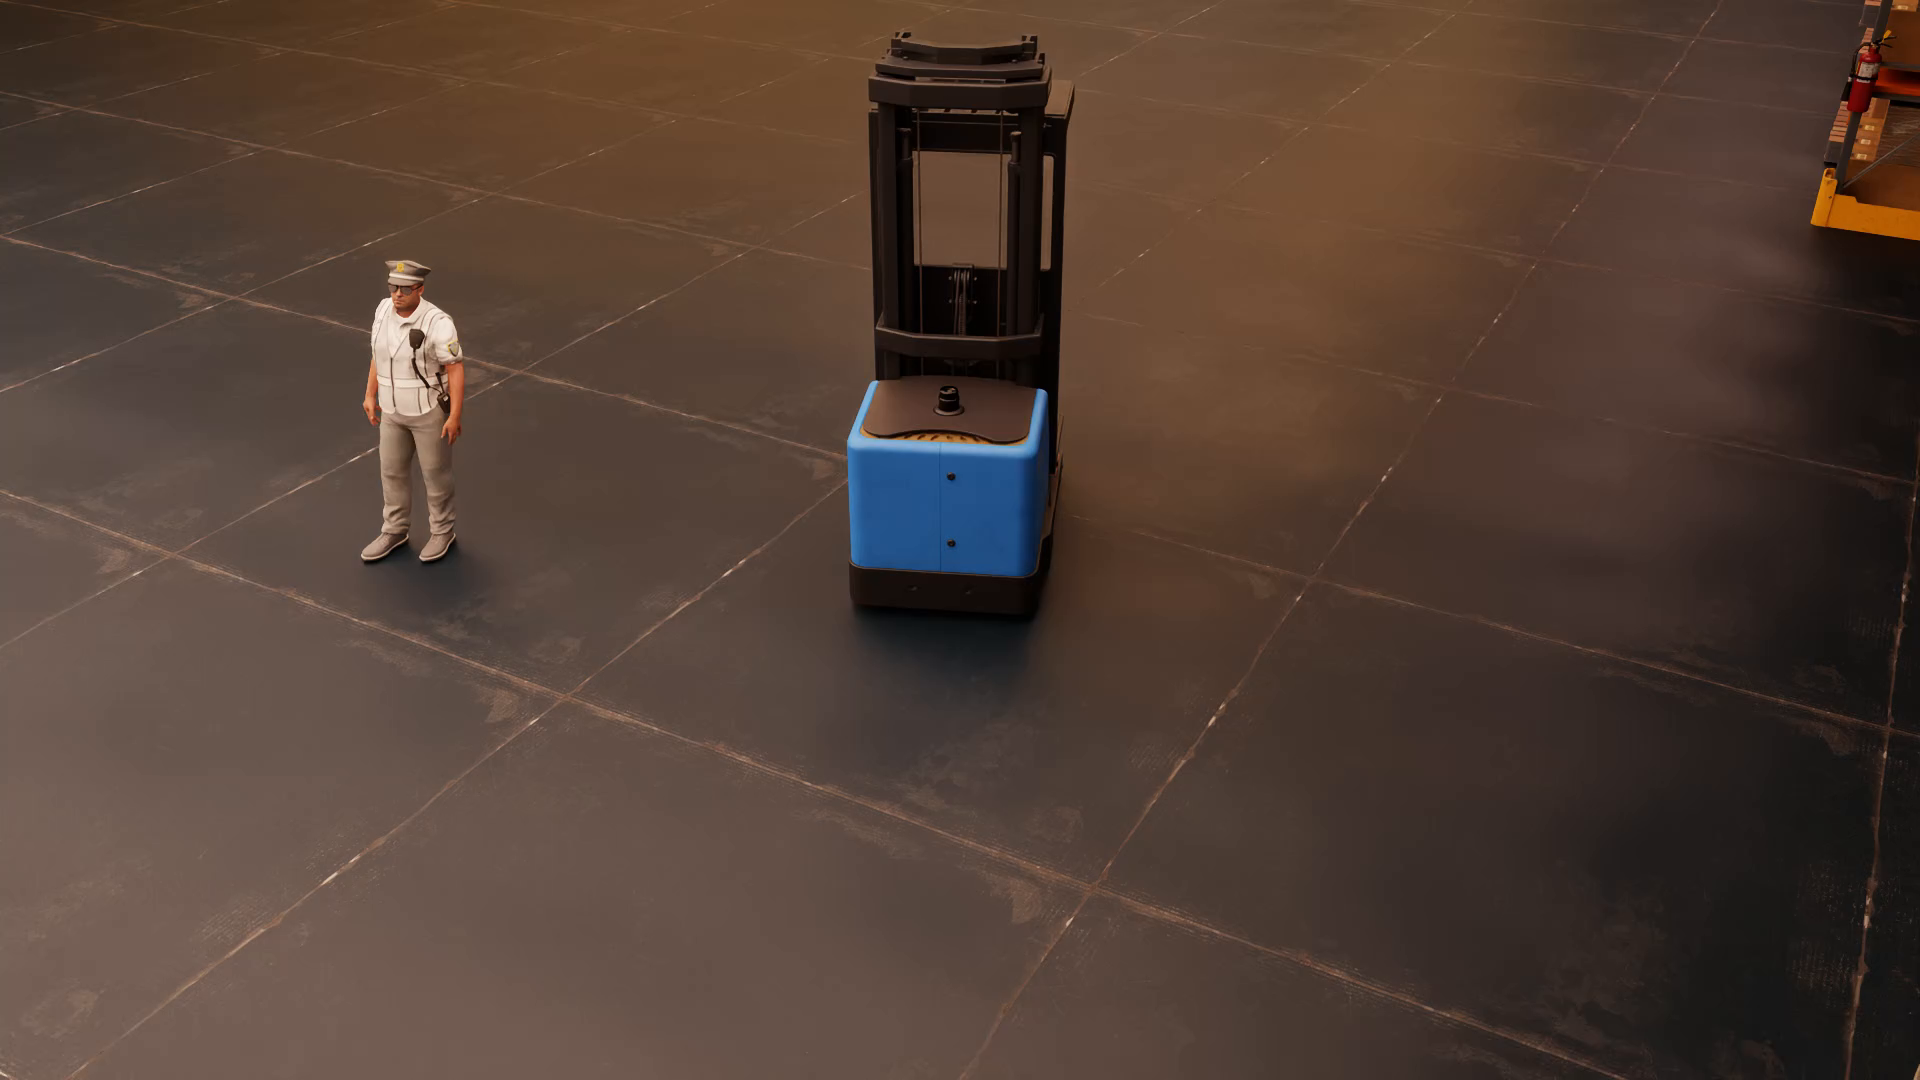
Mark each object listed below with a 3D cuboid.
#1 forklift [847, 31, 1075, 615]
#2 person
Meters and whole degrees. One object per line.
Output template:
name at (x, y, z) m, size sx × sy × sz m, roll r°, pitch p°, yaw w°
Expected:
forklift at (0.072, -1.572, 9.794) m, size 1.130 × 2.935 × 3.031 m, roll 3°, pitch 30°, yaw 6°
person at (-3.146, -0.727, 9.465) m, size 0.643 × 1.782 × 0.573 m, roll 10°, pitch 32°, yaw 17°
